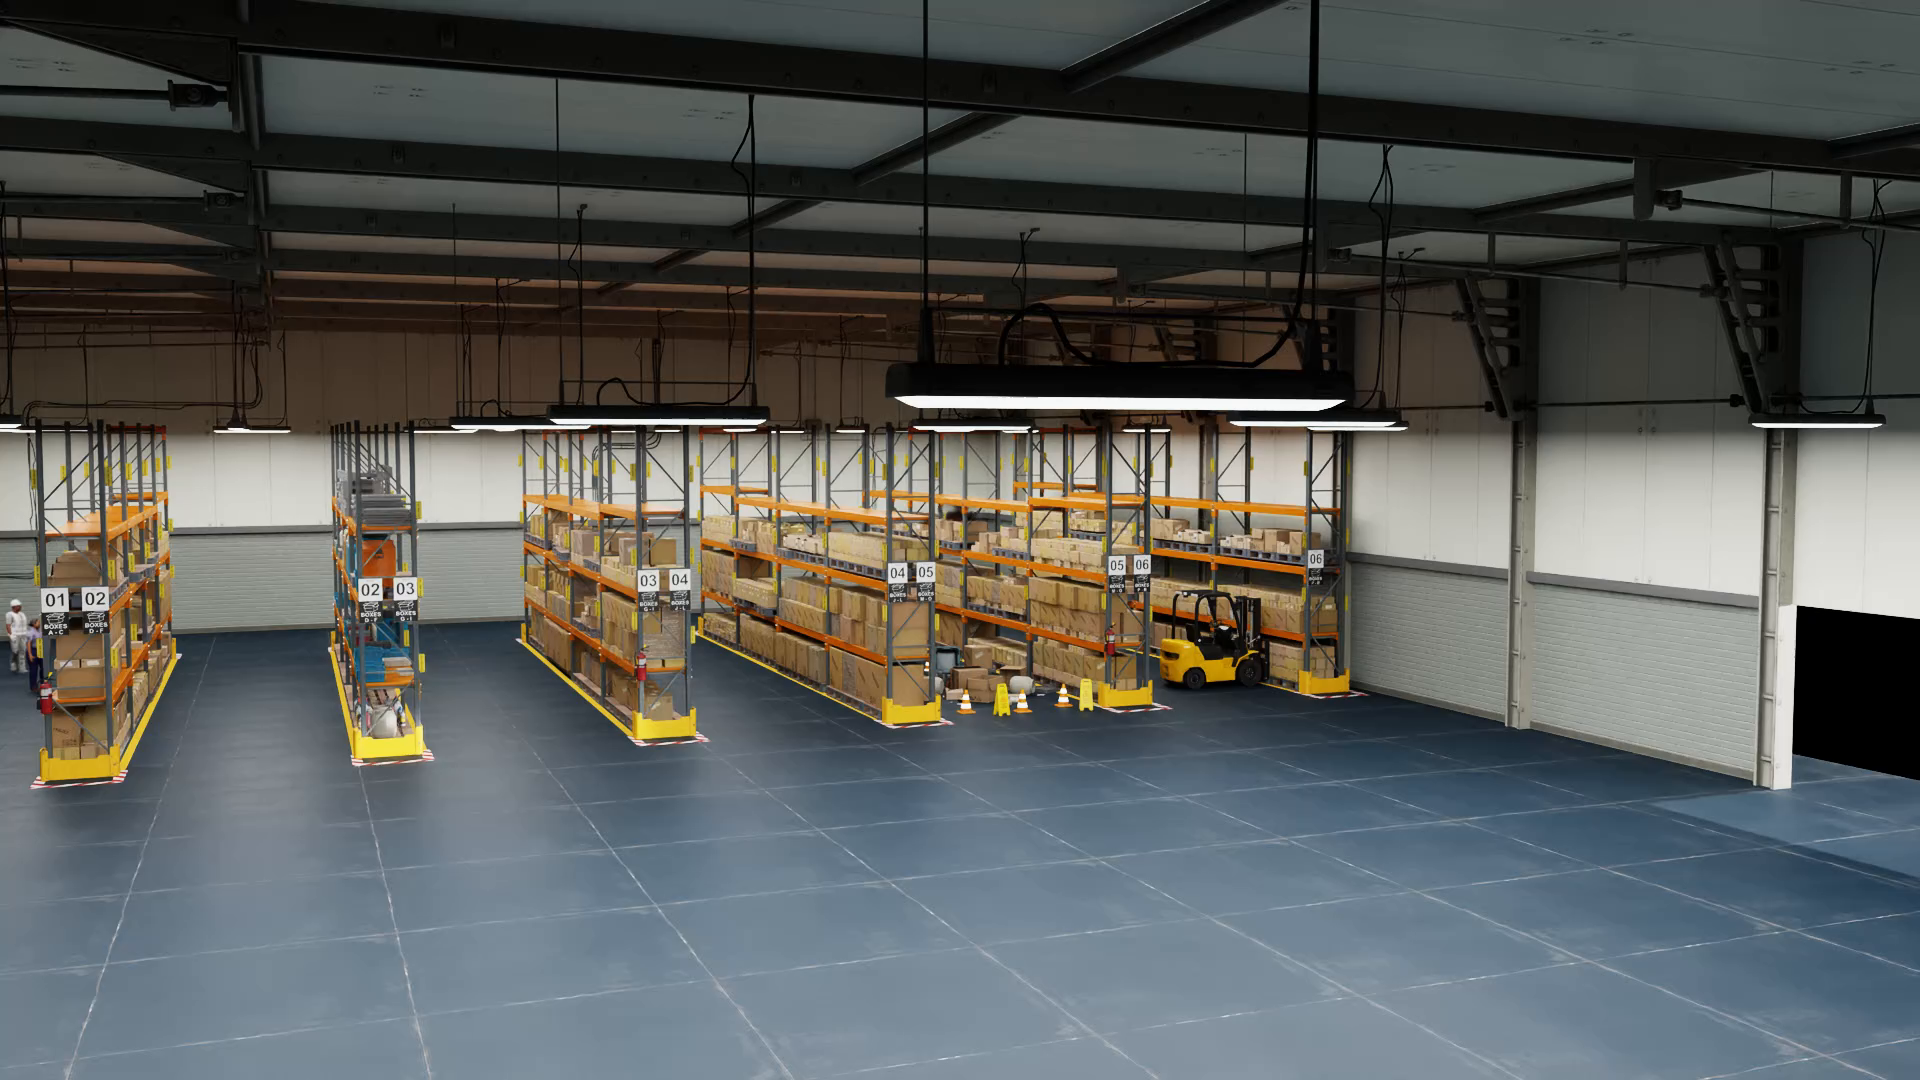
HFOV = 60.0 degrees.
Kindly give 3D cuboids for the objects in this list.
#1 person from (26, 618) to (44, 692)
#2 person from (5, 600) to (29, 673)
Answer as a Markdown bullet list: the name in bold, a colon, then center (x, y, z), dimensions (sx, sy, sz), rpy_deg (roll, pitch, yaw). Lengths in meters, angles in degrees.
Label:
- **person**: center (-20.751, 2.592, 37.409), dimensions (0.370, 1.666, 0.569), rpy_deg (1, 4, 18)
- **person**: center (-22.772, 2.330, 40.265), dimensions (0.582, 1.773, 0.585), rpy_deg (2, 4, 30)
